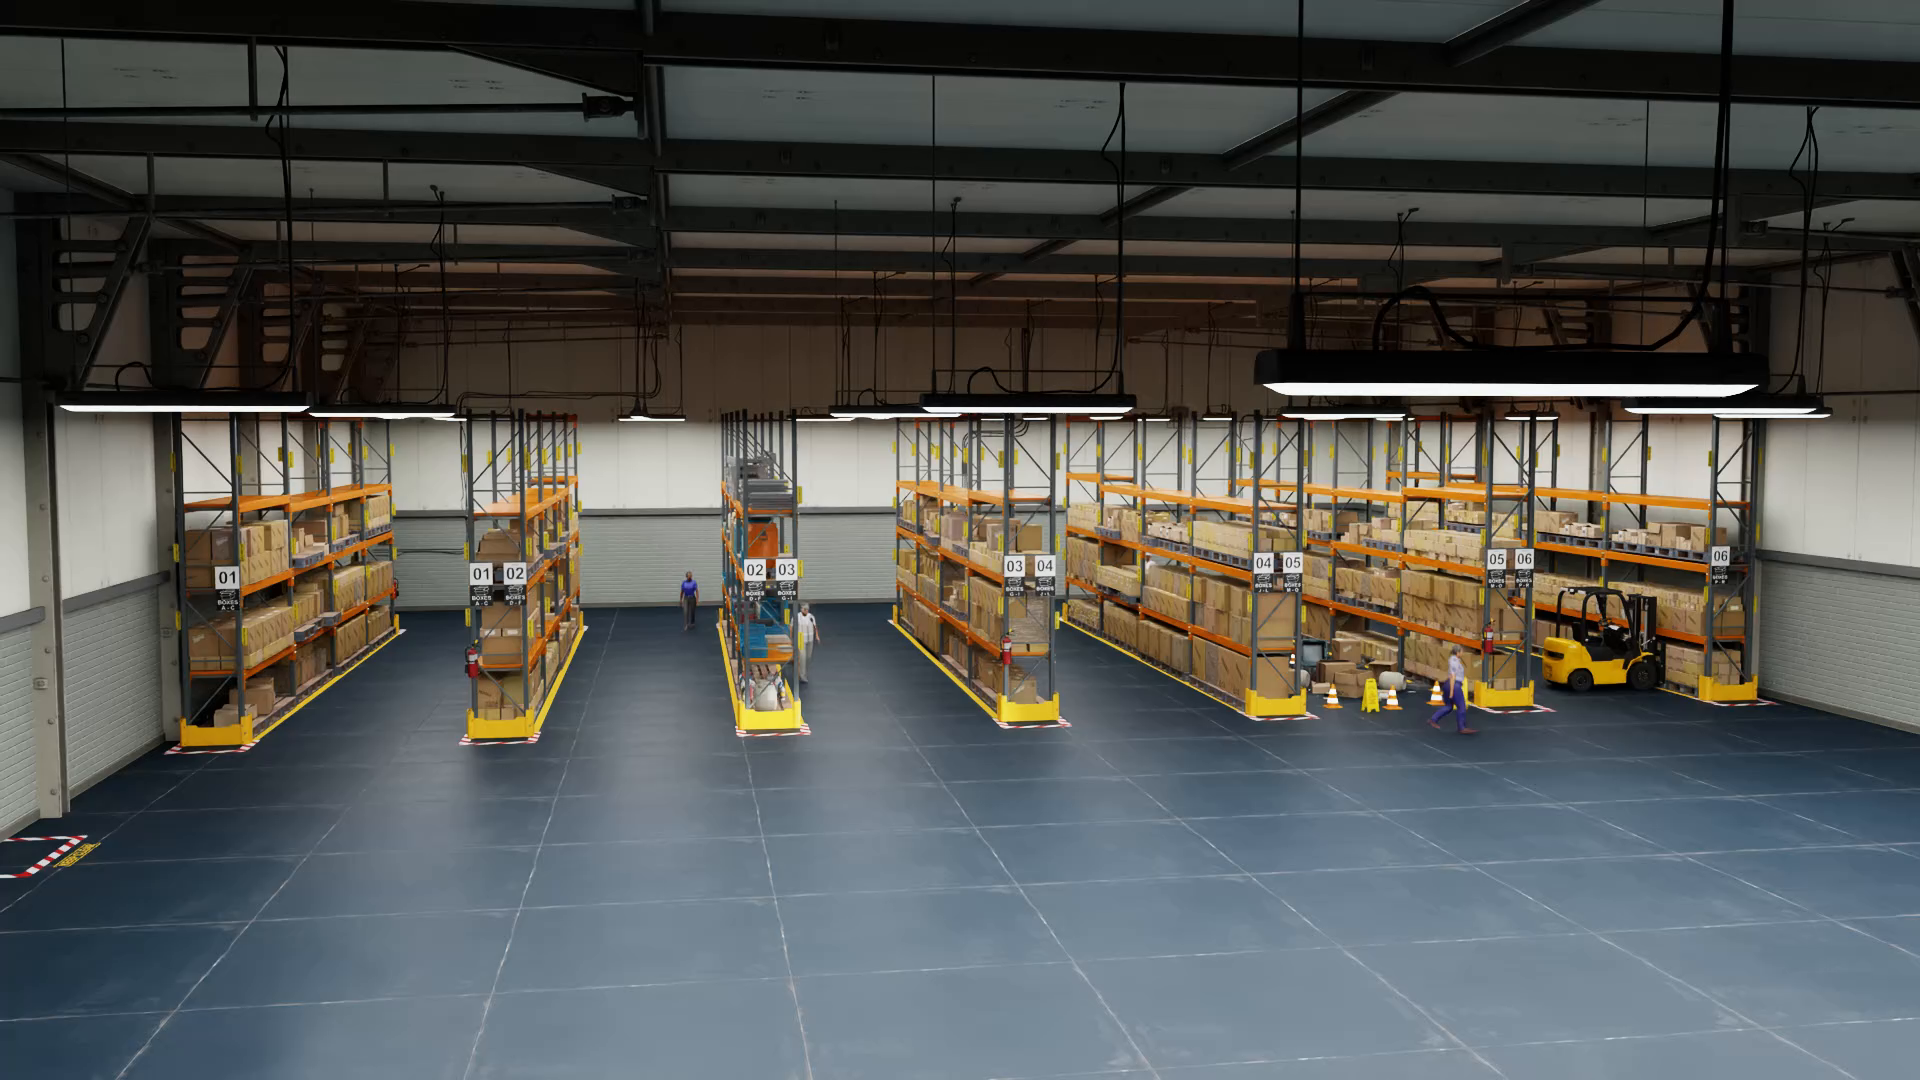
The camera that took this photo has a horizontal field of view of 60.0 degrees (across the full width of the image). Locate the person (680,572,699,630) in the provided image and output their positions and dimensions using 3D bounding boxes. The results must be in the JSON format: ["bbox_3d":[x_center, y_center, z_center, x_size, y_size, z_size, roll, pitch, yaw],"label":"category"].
[{"bbox_3d":[-7.548,1.681,46.341,0.538,1.574,1.044,0,4,-5],"label":"person"}]

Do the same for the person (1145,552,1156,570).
[{"bbox_3d":[5.728,1.235,51.257,0.428,1.778,0.606,-2,5,-31],"label":"person"}]

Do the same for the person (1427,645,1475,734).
[{"bbox_3d":[9.123,2.771,30.886,0.801,1.595,0.508,0,4,3],"label":"person"}]

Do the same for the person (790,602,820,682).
[{"bbox_3d":[-3.488,2.260,37.194,0.593,1.749,0.782,-3,5,-38],"label":"person"}]
